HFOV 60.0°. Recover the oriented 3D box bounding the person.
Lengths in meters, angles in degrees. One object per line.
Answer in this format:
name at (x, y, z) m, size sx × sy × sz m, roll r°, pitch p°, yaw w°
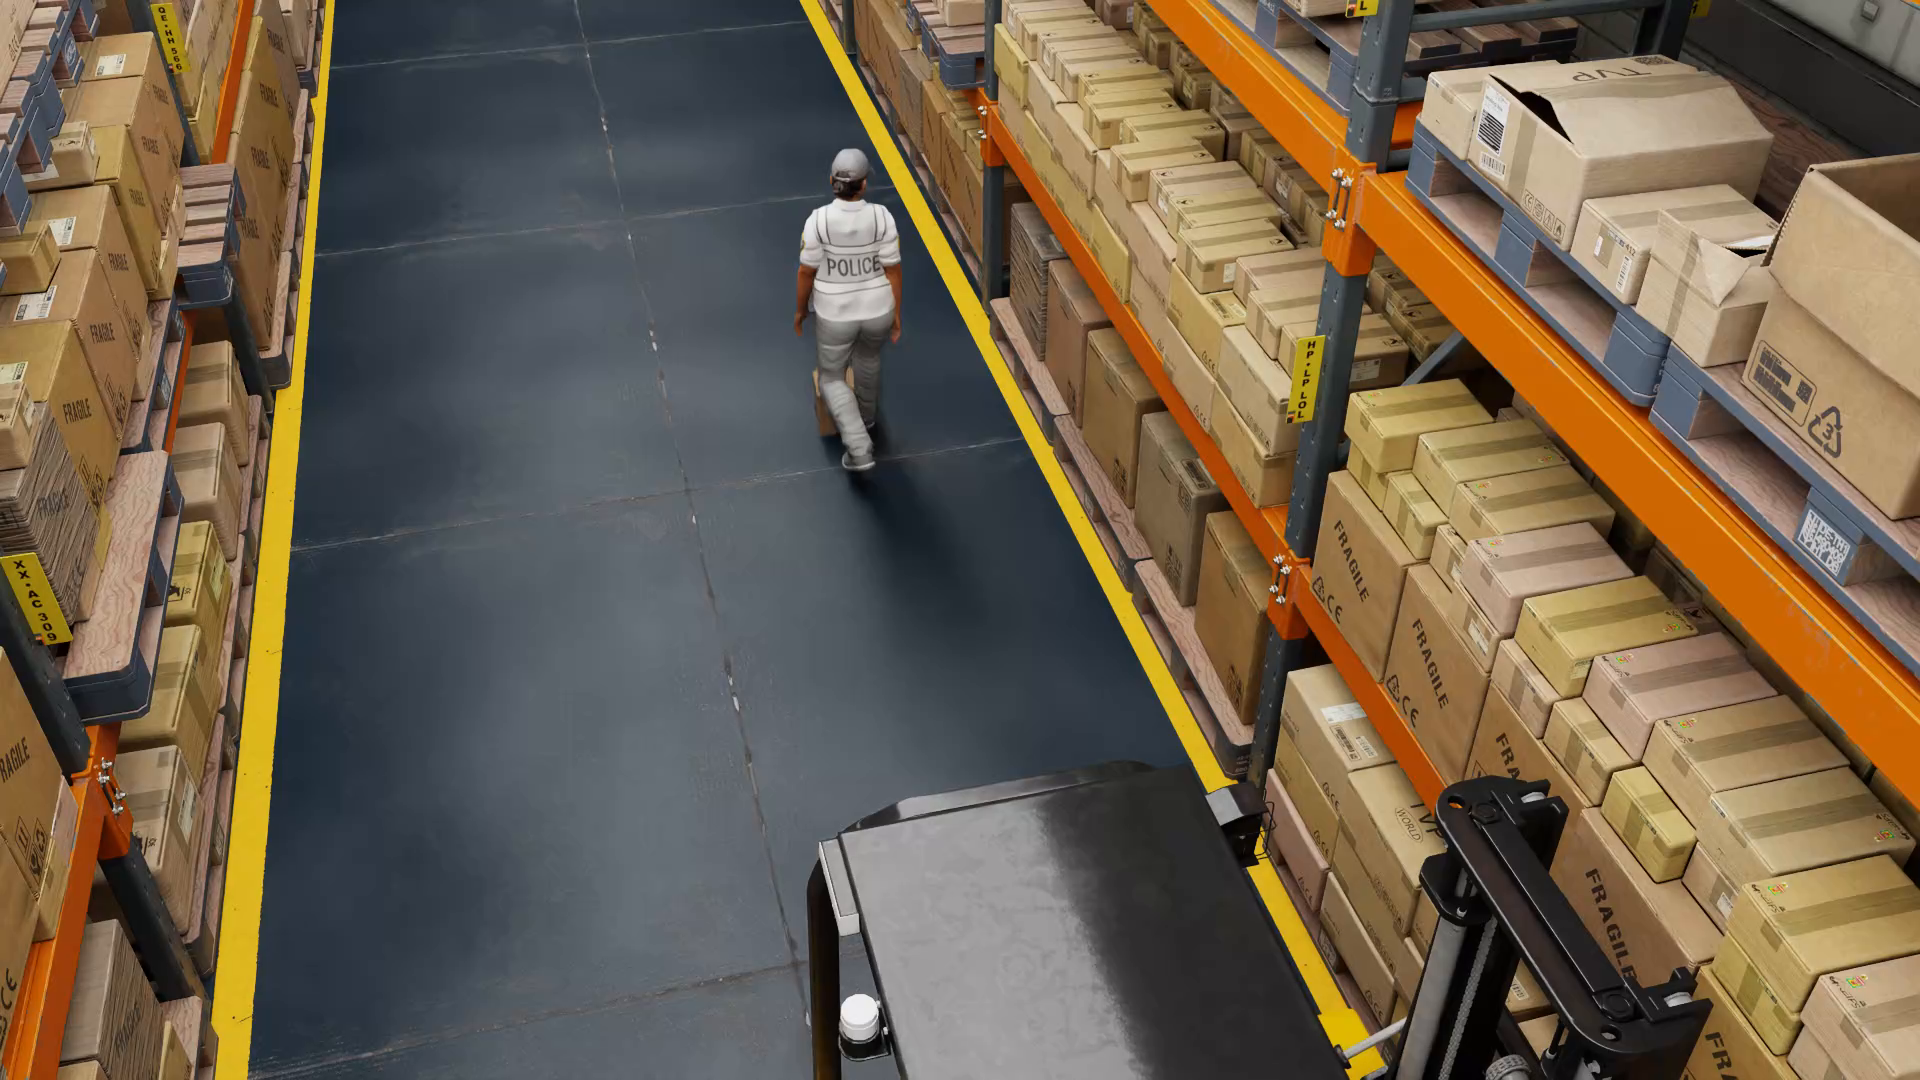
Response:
person at (-0.547, -1.124, 8.127) m, size 0.512 × 1.630 × 0.854 m, roll -12°, pitch 40°, yaw -15°
